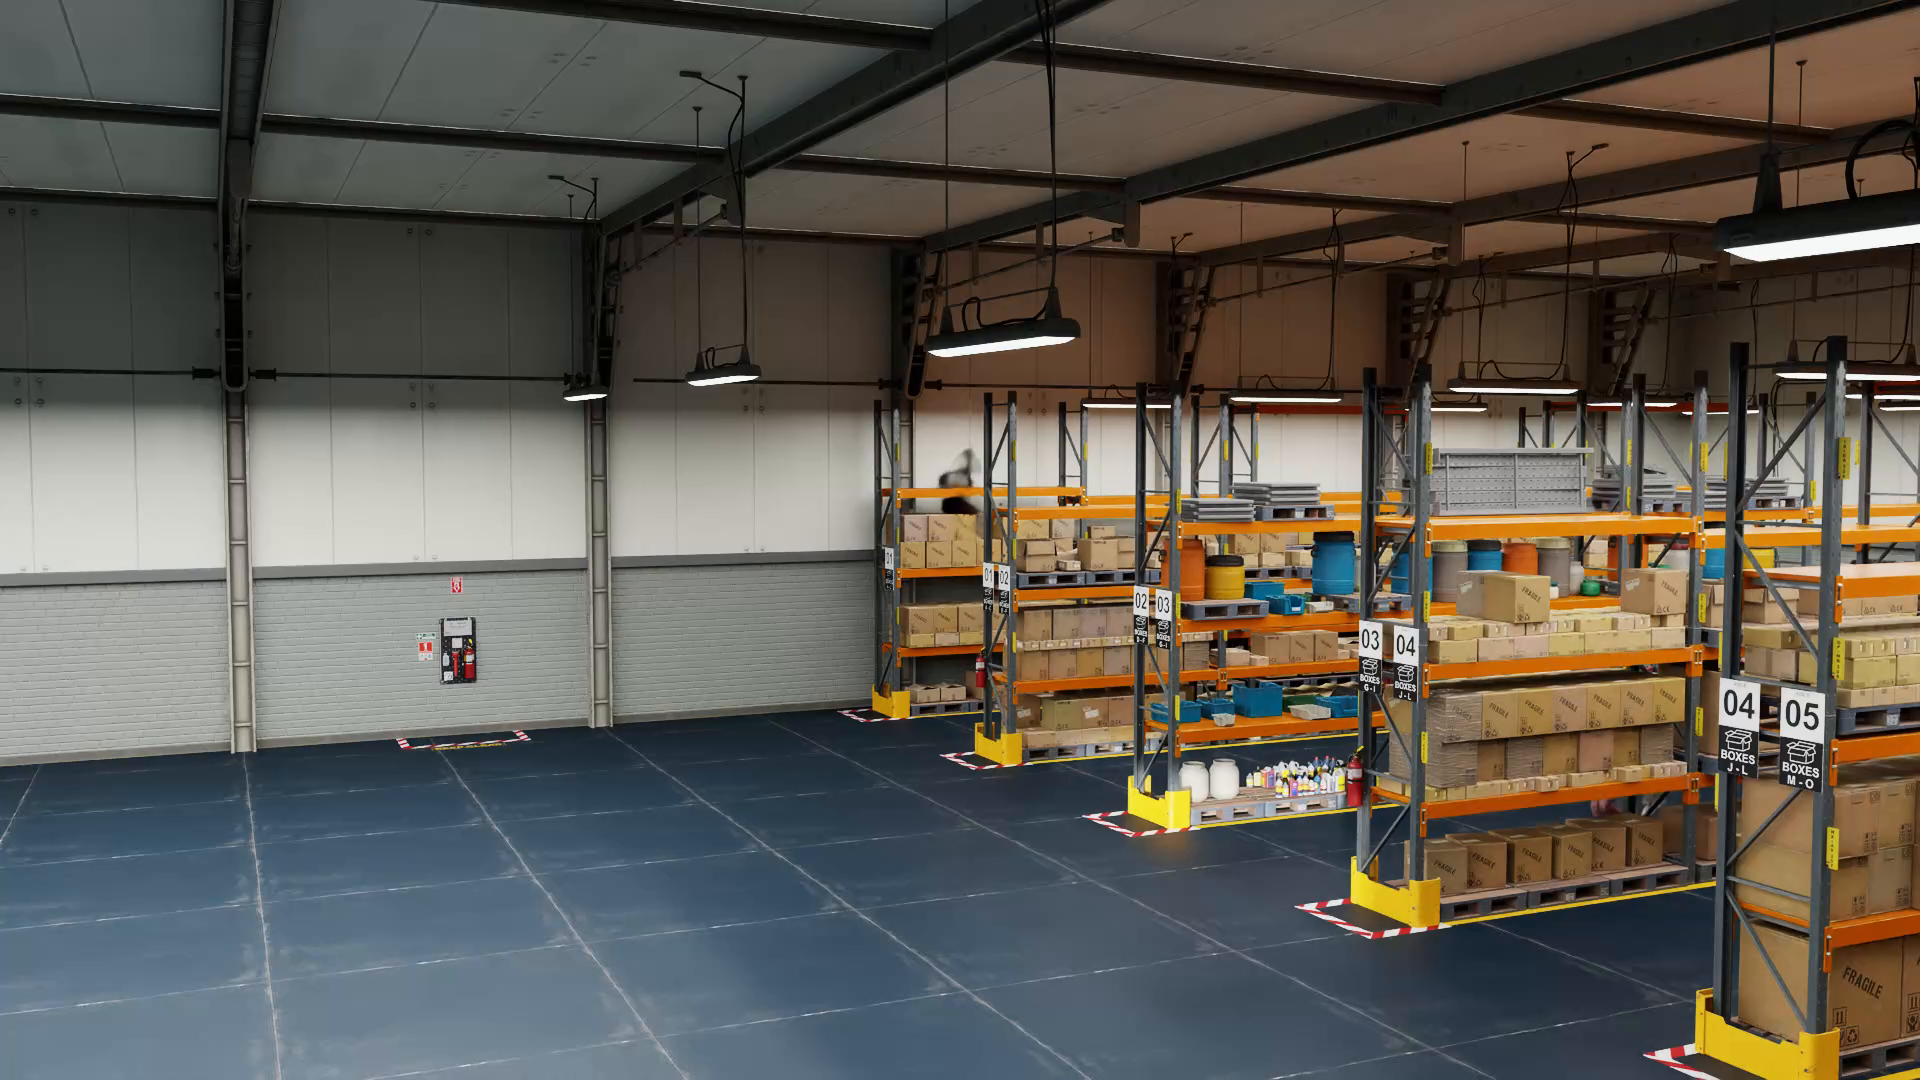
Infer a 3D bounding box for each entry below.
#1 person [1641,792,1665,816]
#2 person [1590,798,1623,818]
[{"bbox_3d":[9.674,2.972,23.262,0.720,1.717,0.546,-2,4,-33],"label":"person"},{"bbox_3d":[8.403,3.095,21.549,0.562,1.620,0.577,-2,4,-27],"label":"person"}]
